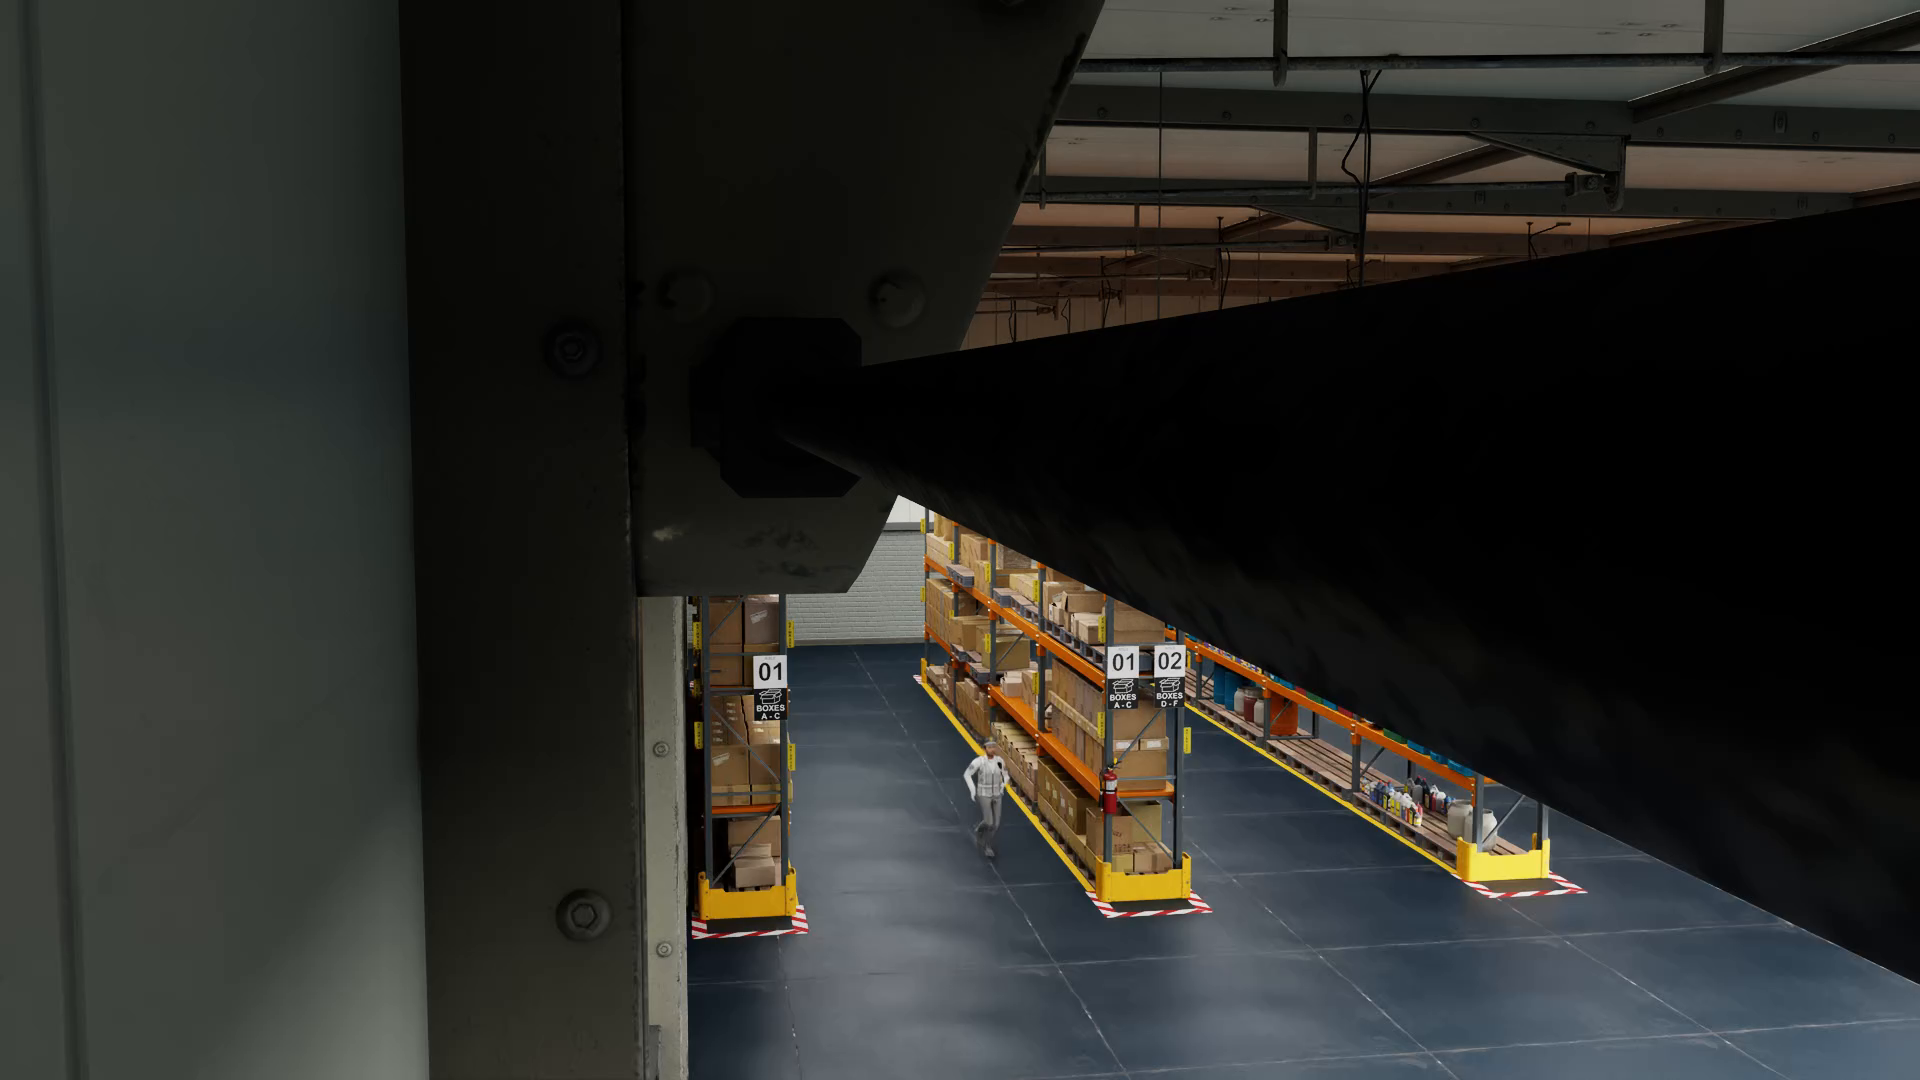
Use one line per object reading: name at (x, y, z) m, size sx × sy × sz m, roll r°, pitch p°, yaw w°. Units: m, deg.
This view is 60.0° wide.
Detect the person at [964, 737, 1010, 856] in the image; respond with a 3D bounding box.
person at (0.416, 3.507, 22.718) m, size 0.605 × 1.659 × 0.532 m, roll -2°, pitch 5°, yaw -20°
